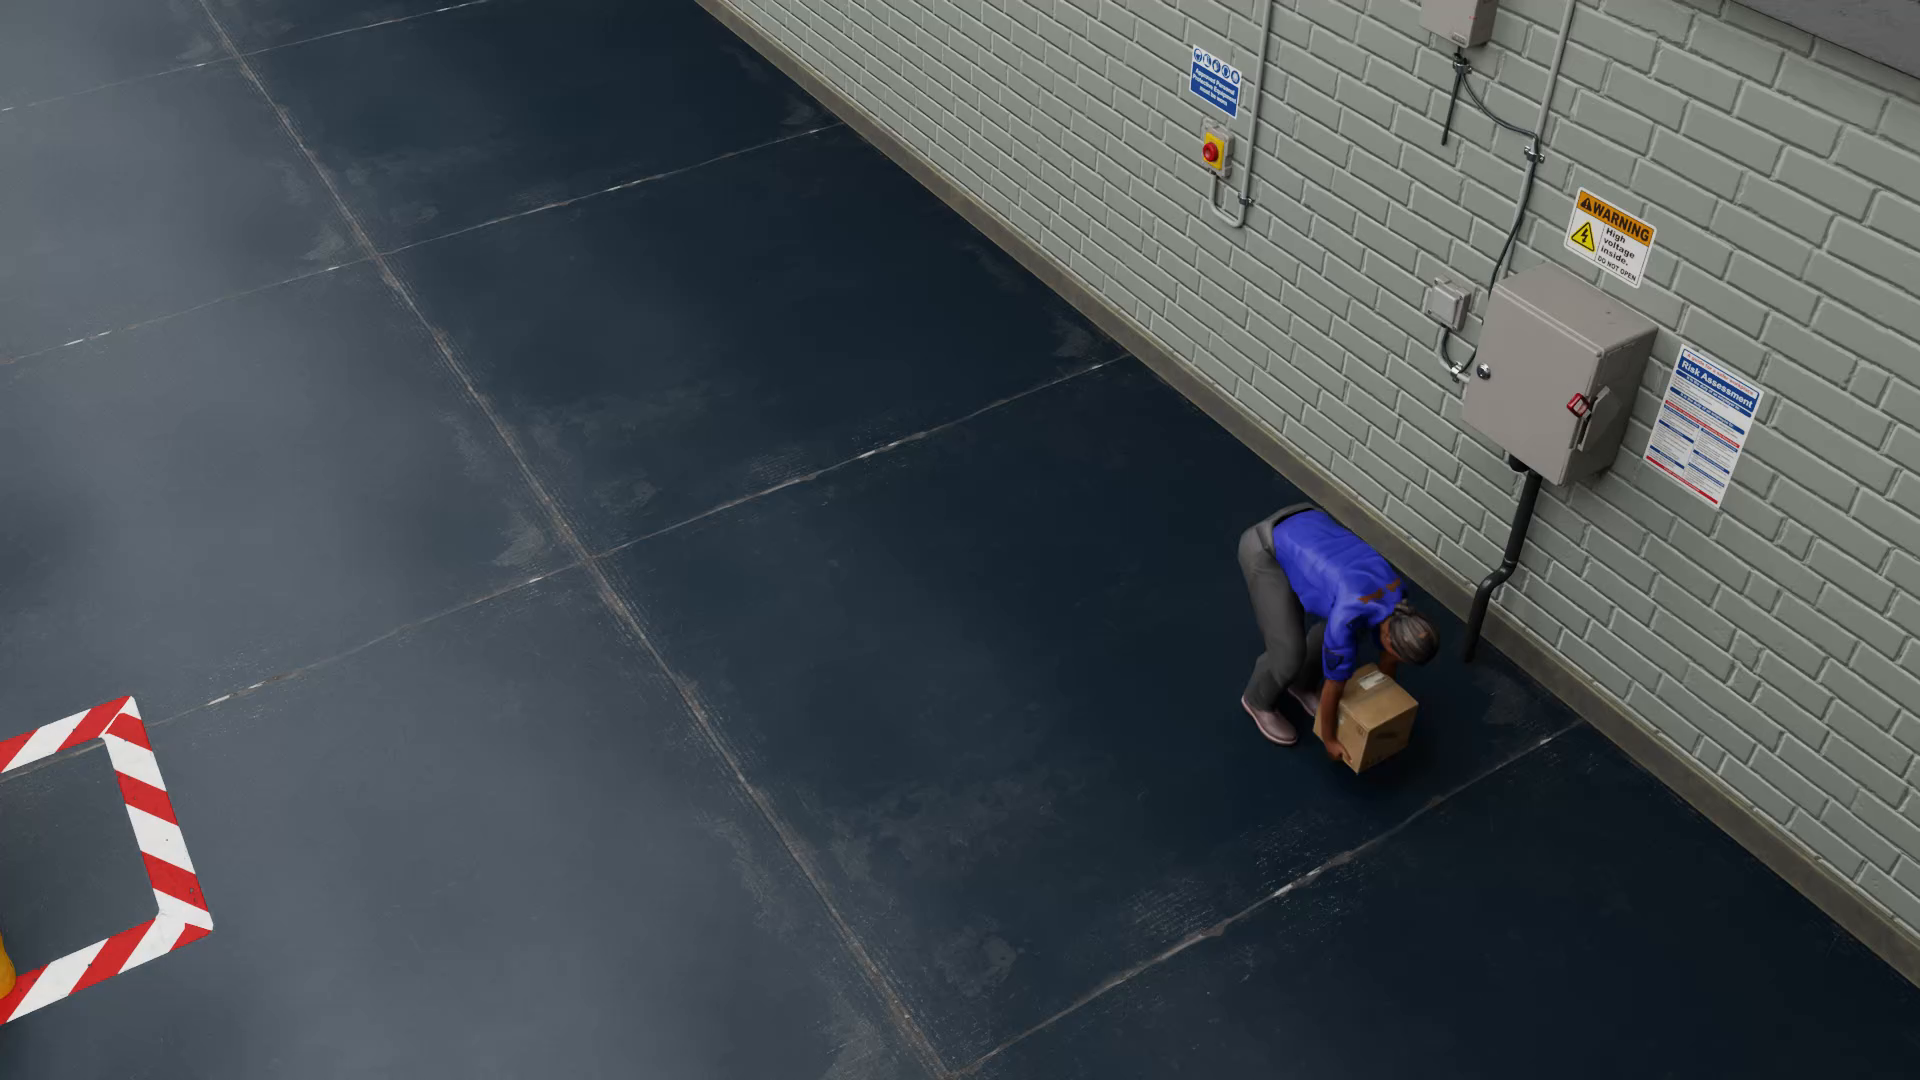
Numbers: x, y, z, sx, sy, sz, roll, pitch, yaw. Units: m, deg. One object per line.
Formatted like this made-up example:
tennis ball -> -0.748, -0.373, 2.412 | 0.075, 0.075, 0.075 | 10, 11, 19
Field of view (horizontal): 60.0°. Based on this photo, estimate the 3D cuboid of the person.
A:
person -> 1.392, 0.403, 6.237 | 0.427, 0.955, 0.876 | -25, 47, -26
